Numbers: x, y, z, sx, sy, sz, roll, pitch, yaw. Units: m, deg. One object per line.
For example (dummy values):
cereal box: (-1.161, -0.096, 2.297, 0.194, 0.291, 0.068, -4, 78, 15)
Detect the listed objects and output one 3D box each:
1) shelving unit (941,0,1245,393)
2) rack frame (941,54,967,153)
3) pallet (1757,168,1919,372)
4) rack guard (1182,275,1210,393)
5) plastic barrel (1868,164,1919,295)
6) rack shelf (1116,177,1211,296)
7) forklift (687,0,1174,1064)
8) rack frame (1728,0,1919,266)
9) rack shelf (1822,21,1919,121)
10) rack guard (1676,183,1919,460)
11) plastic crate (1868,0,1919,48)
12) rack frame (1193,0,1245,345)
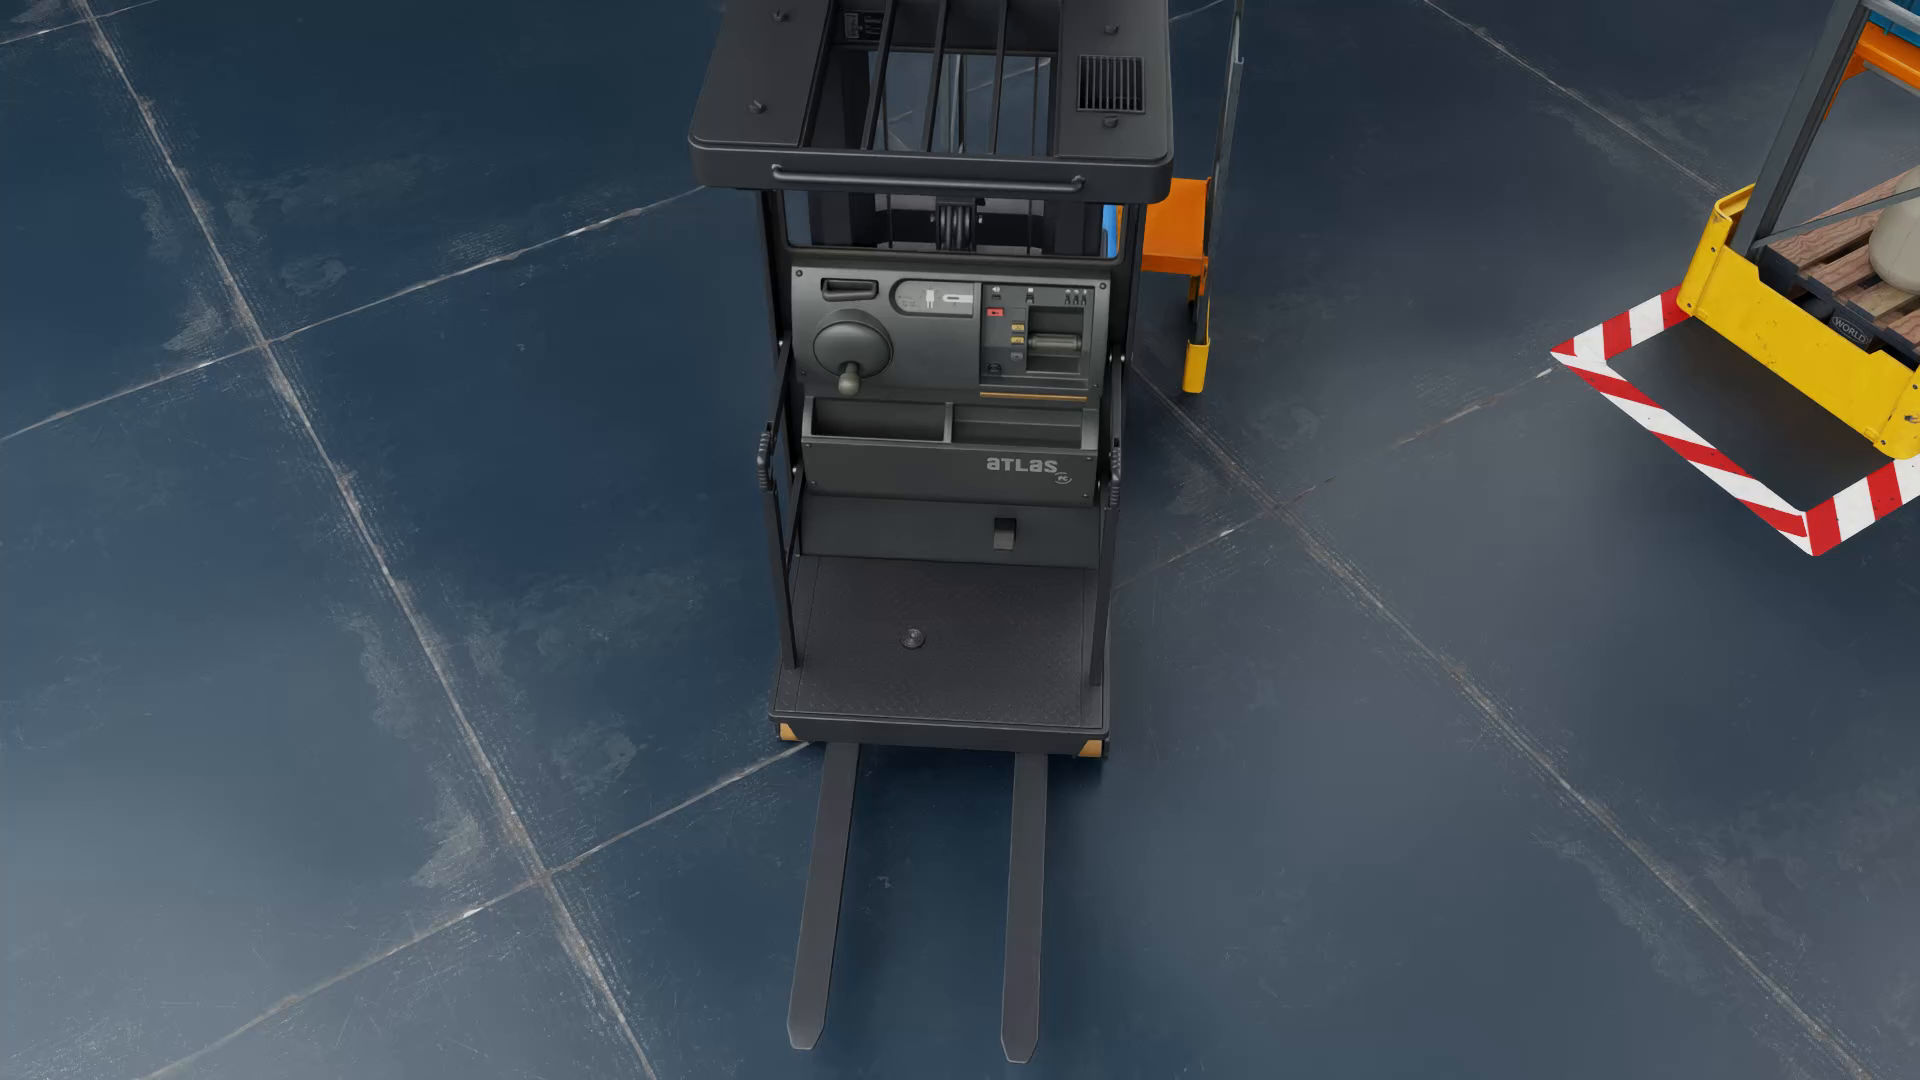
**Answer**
shelving unit: (0.492, -1.367, 6.463, 1.083, 1.500, 0.587, 6, 49, 5)
rack frame: (-0.021, -1.417, 6.508, 0.032, 1.500, 0.500, 6, 49, 5)
pallet: (4.205, -1.125, 7.110, 1.213, 0.211, 1.003, -25, 53, -21)
rack guard: (0.986, -0.903, 6.887, 0.087, 0.250, 0.587, 6, 49, 5)
plastic barrel: (3.992, -1.294, 6.779, 0.421, 0.512, 0.421, 0, 48, 0)
rack shelf: (0.483, -1.248, 6.598, 1.000, 0.185, 0.538, 6, 49, 5)
forklift: (-0.041, -0.508, 4.740, 1.130, 2.935, 3.031, 3, 48, 2)
rack frame: (3.476, -1.672, 5.730, 0.127, 3.000, 1.000, -25, 53, -21)
rack shelf: (5.168, -2.229, 6.708, 4.000, 0.370, 1.077, -25, 53, -21)
rack guard: (3.516, -0.900, 6.717, 0.348, 0.500, 1.175, -25, 53, -21)
plastic crate: (3.740, -2.011, 6.132, 0.616, 0.251, 0.499, -25, 53, -21)
rack frame: (0.987, -1.318, 6.420, 0.032, 1.500, 0.500, 6, 49, 5)
